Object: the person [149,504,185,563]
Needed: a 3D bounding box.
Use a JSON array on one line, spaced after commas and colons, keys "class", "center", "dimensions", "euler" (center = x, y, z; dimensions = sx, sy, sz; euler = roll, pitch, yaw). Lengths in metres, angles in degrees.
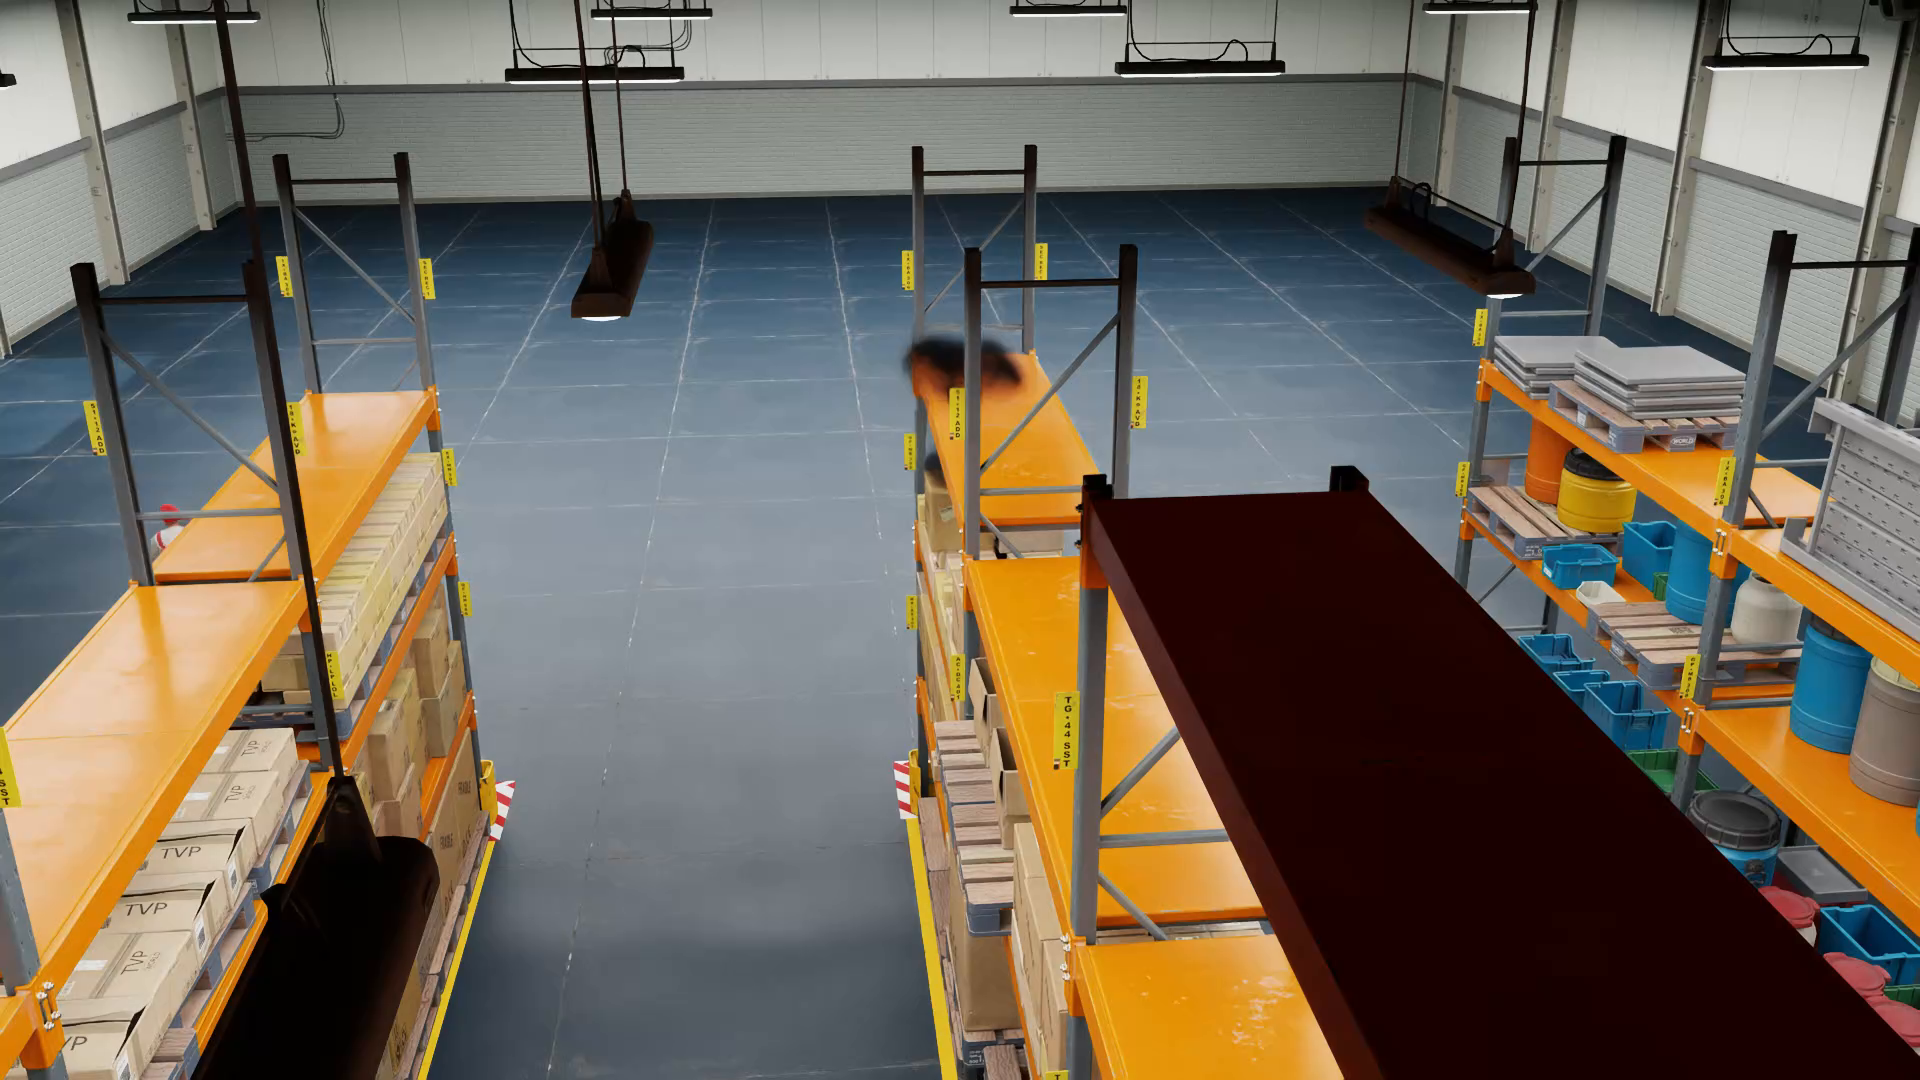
[{"class": "person", "center": [-8.464, 0.438, 18.162], "dimensions": [0.652, 1.742, 0.810], "euler": [-13, 25, -29]}]
